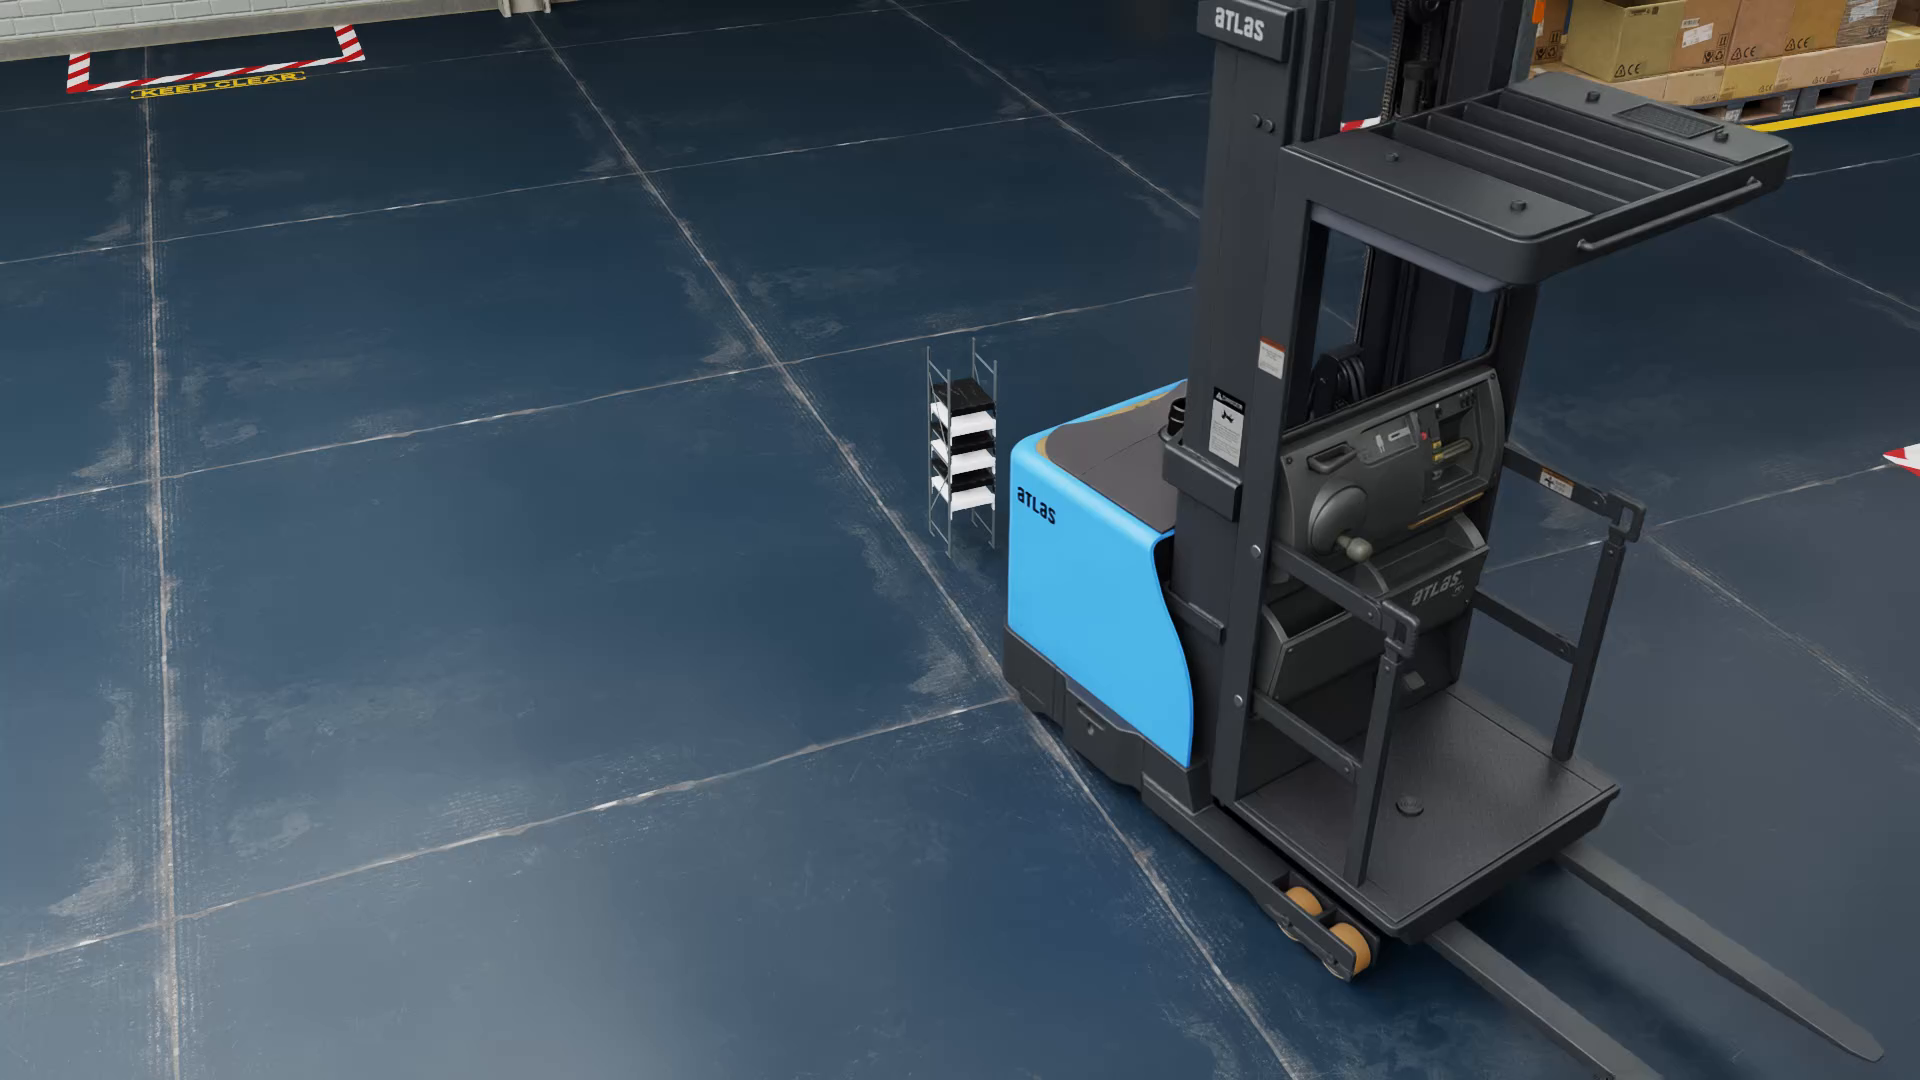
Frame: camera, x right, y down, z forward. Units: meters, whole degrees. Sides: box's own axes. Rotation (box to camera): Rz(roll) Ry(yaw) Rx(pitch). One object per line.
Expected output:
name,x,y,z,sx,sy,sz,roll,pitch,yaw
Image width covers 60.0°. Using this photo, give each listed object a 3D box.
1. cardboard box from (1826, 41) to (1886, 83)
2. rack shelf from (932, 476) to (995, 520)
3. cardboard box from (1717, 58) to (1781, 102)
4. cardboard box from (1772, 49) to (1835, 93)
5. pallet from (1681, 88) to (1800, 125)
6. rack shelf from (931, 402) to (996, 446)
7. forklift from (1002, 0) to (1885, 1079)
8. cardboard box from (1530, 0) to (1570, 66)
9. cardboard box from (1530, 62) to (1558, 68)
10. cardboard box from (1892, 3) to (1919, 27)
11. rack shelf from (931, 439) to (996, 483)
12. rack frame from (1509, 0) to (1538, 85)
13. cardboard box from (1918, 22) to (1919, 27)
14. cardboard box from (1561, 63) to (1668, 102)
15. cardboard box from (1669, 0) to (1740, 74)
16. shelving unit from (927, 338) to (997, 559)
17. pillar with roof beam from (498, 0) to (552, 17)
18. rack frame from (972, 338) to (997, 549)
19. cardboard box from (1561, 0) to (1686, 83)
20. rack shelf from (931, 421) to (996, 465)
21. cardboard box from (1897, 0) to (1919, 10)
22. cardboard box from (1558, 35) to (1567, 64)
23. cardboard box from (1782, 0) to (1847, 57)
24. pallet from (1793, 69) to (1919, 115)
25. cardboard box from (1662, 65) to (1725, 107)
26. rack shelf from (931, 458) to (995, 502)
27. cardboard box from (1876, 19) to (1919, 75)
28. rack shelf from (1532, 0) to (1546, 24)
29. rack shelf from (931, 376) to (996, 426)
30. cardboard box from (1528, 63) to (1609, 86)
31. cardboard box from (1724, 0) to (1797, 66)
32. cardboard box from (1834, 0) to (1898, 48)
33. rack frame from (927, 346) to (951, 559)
cardboard box,6.304,-3.540,12.076,0.500,0.250,0.500,-13,35,-19
rack shelf,0.007,-0.200,7.124,0.200,0.077,0.258,-13,35,-19
cardboard box,5.388,-3.321,11.740,0.500,0.250,0.500,-13,35,-19
cardboard box,5.849,-3.427,11.903,0.500,0.250,0.500,-13,35,-19
pallet,5.236,-3.249,12.050,1.213,0.211,1.003,-13,35,-19
rack shelf,0.007,-0.502,6.927,0.200,0.077,0.258,-13,35,-19
forklift,1.430,-0.174,4.829,1.130,2.935,3.031,-21,39,-29
cardboard box,3.803,-3.581,11.452,0.500,0.500,0.500,-13,35,-19
cardboard box,3.804,-3.266,11.655,0.500,0.250,0.500,-13,35,-19
cardboard box,7.382,-4.082,12.909,0.500,0.250,0.500,-13,35,-19
rack shelf,0.007,-0.351,7.025,0.200,0.077,0.258,-13,35,-19
rack frame,3.424,-3.980,10.617,0.127,3.000,1.000,-13,35,-19
cardboard box,7.580,-3.809,12.490,0.500,0.250,0.500,-14,35,-20
cardboard box,4.464,-3.113,11.419,0.500,0.250,0.500,-13,35,-19
cardboard box,4.921,-3.538,11.386,0.500,0.500,0.500,-13,35,-19
shelving unit,0.007,-0.379,7.007,0.210,0.900,0.258,-13,35,-19
pillar with roof beam,-2.052,-6.136,8.430,0.400,9.000,9.100,-13,35,-19
rack frame,0.101,-0.400,7.040,0.006,0.900,0.240,-13,35,-19
cardboard box,4.465,-3.426,11.213,0.500,0.500,0.500,-13,35,-19
rack shelf,0.007,-0.426,6.976,0.200,0.077,0.258,-13,35,-19
cardboard box,7.375,-4.313,12.750,0.500,0.311,0.500,-13,35,-19
cardboard box,4.261,-3.377,11.826,0.500,0.250,0.500,-13,35,-19
cardboard box,5.844,-3.748,11.708,0.500,0.500,0.500,-13,35,-19
pallet,6.363,-3.509,12.450,1.213,0.211,1.003,-13,35,-19
cardboard box,4.925,-3.218,11.581,0.500,0.250,0.500,-13,35,-19
rack shelf,0.007,-0.276,7.074,0.200,0.077,0.258,-13,35,-19
cardboard box,6.769,-3.640,12.231,0.500,0.250,0.500,-13,35,-19
rack shelf,5.268,-4.101,11.462,4.000,0.370,1.077,-13,35,-19
rack shelf,0.007,-0.577,6.878,0.200,0.077,0.258,-13,35,-19
cardboard box,4.005,-3.005,11.254,0.500,0.250,0.500,-13,35,-19
cardboard box,5.389,-3.635,11.534,0.500,0.500,0.500,-13,35,-19
cardboard box,6.304,-3.855,11.873,0.500,0.500,0.500,-13,35,-19
rack frame,-0.086,-0.357,6.974,0.006,0.900,0.240,-13,35,-19
